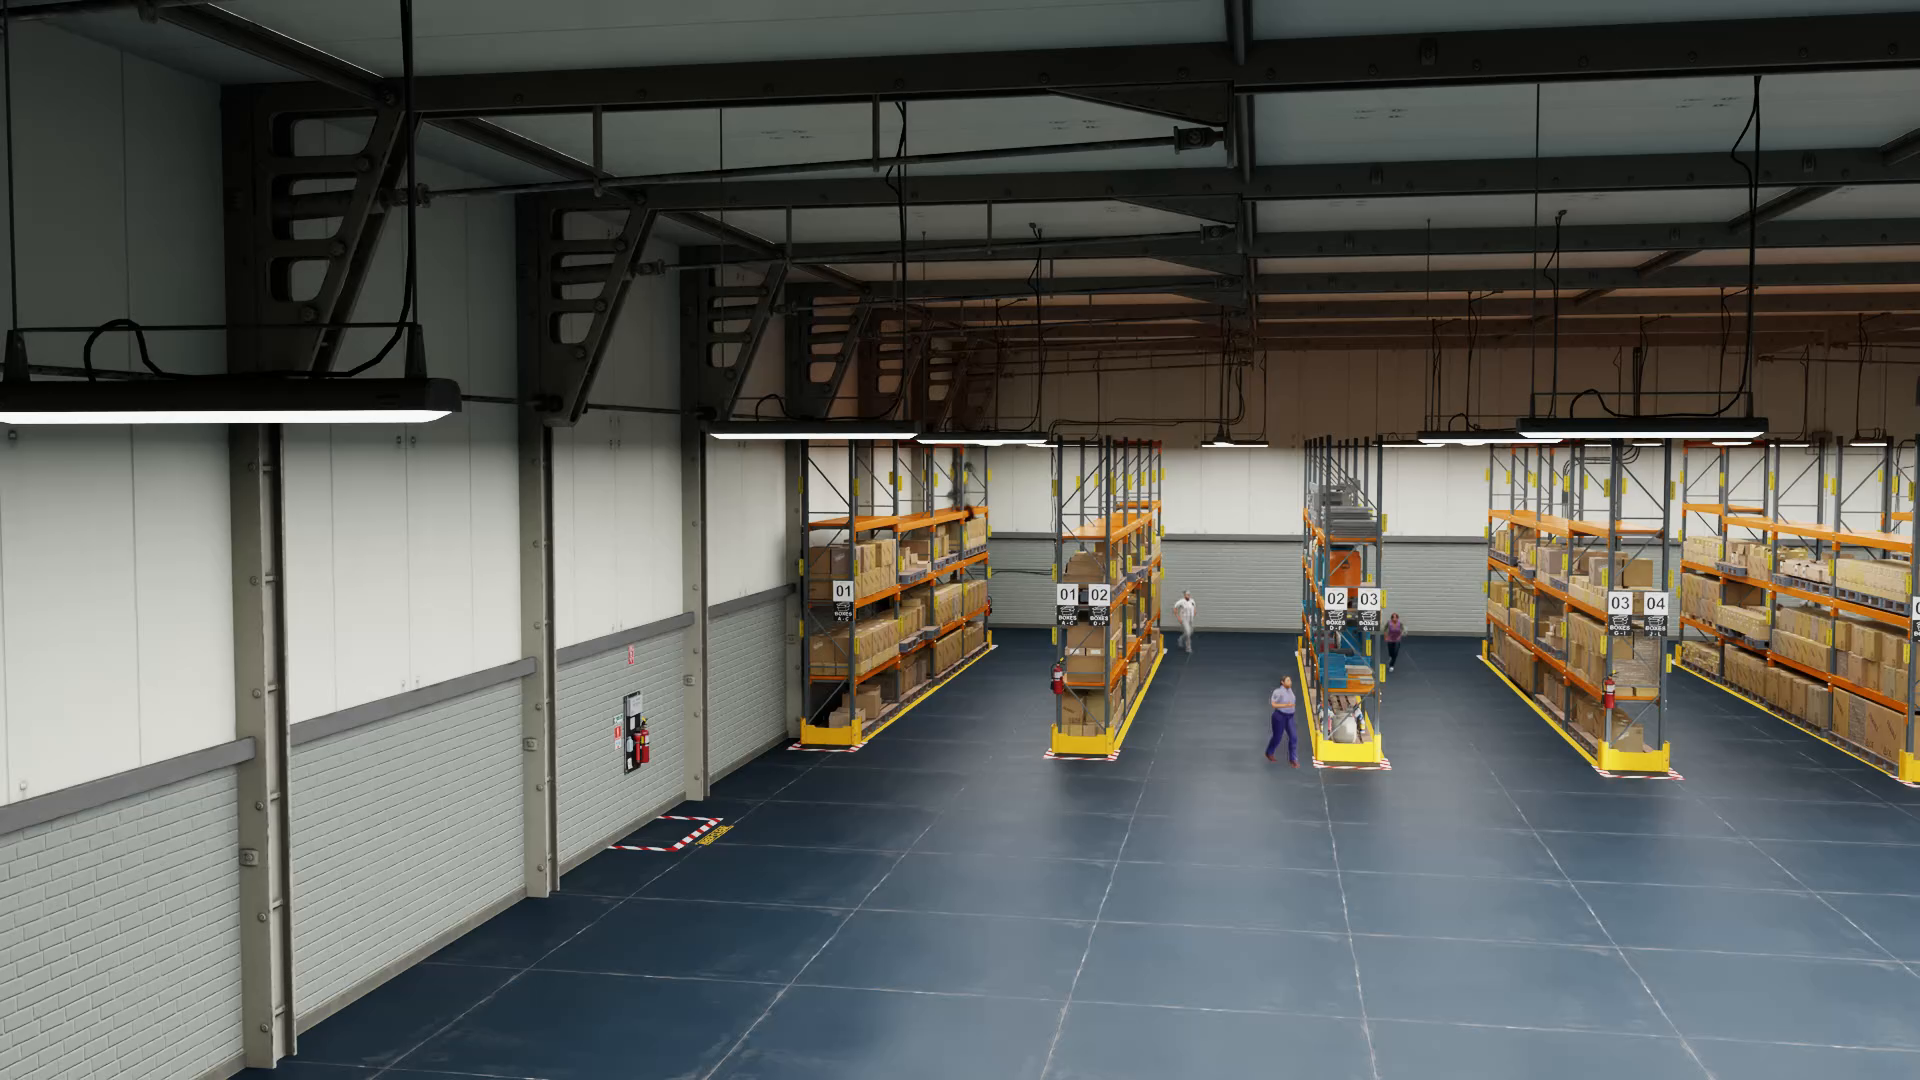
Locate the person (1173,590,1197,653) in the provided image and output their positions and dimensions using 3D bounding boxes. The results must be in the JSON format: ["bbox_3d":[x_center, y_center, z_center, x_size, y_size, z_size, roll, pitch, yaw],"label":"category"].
[{"bbox_3d":[6.447,2.302,47.410,0.693,1.797,0.818,-2,4,-29],"label":"person"}]

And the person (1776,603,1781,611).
[{"bbox_3d":[21.318,2.527,43.450,0.671,1.770,0.901,0,3,6],"label":"person"}]

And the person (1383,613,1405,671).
[{"bbox_3d":[11.275,2.644,43.236,0.534,1.539,0.734,0,3,7],"label":"person"}]

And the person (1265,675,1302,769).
[{"bbox_3d":[5.820,3.285,30.105,0.582,1.685,0.826,-2,4,-31],"label":"person"}]

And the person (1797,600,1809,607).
[{"bbox_3d":[23.125,2.438,45.647,0.661,1.619,0.586,0,3,-4],"label":"person"}]
